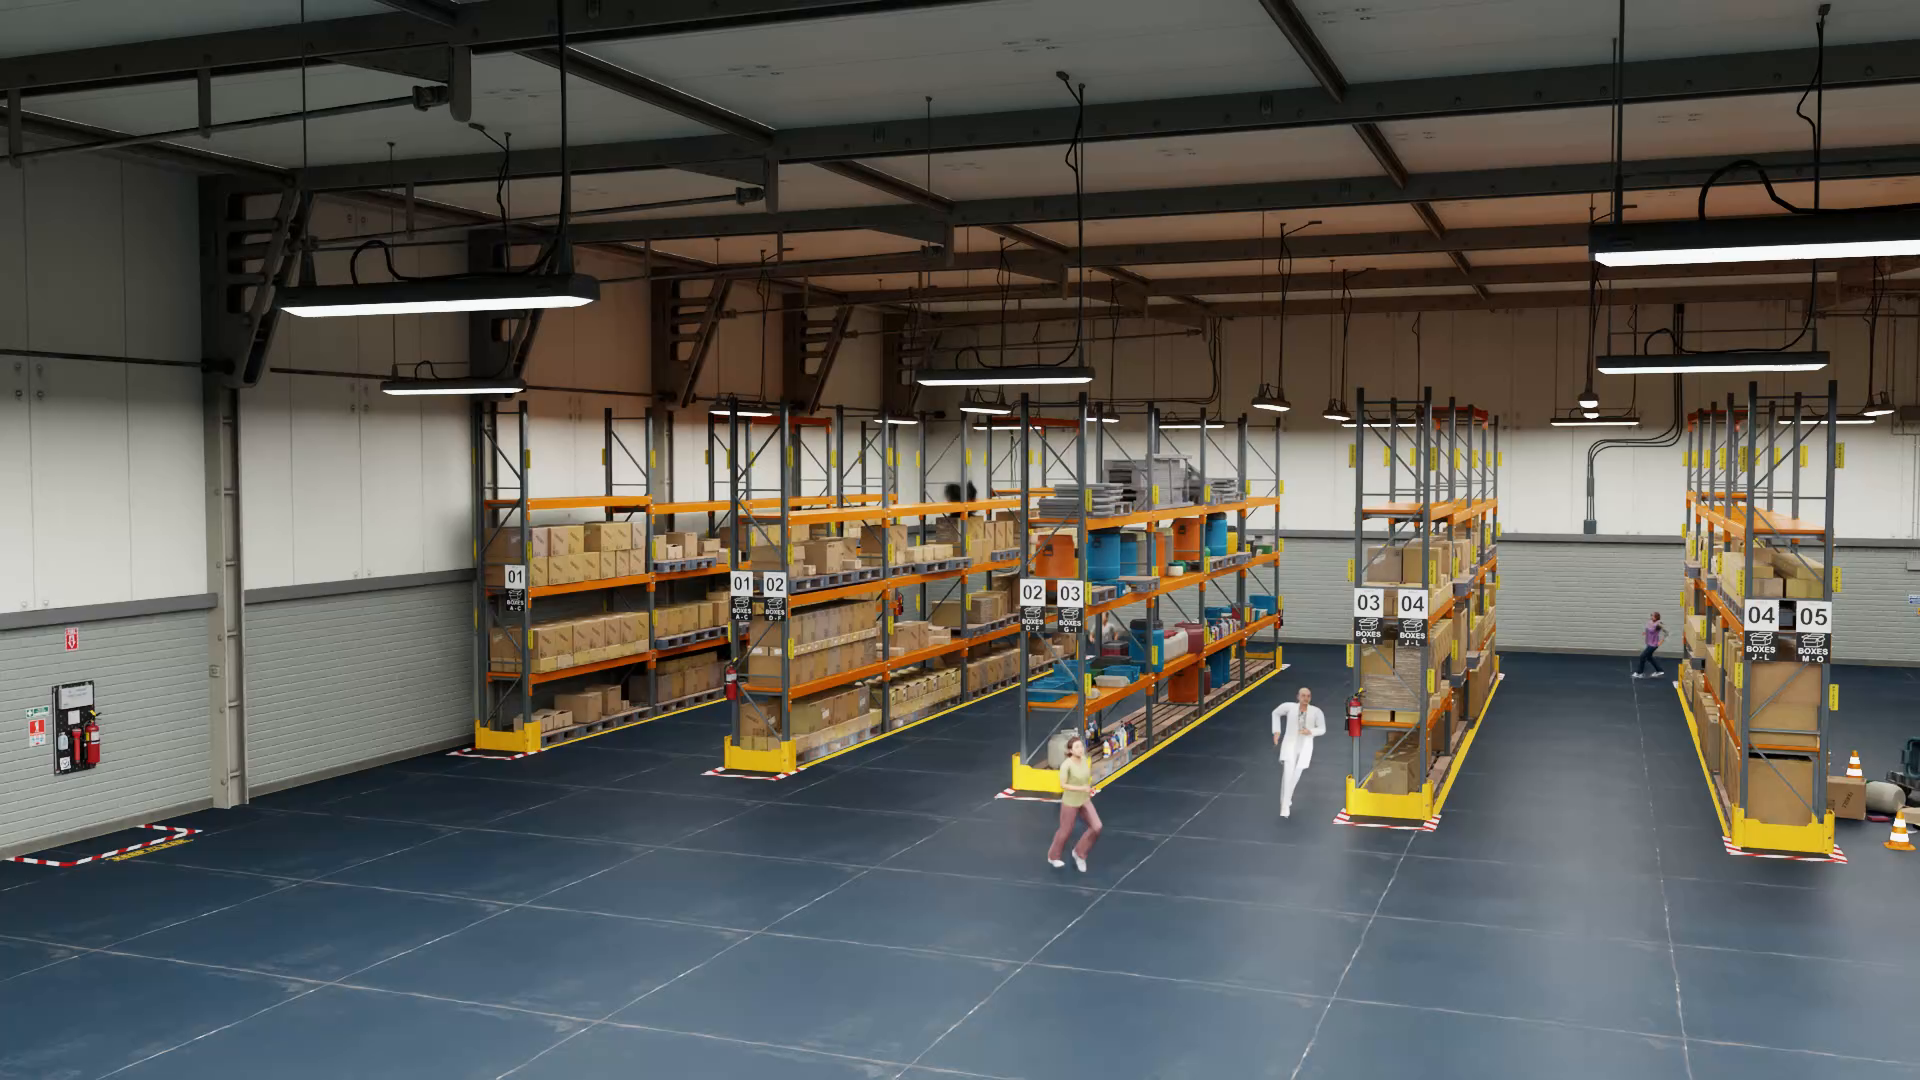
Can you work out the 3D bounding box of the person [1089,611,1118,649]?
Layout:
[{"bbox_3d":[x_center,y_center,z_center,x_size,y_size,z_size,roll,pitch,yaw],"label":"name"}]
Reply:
[{"bbox_3d":[2.926,2.260,33.938,0.589,1.643,0.806,1,3,15],"label":"person"}]

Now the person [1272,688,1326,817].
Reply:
[{"bbox_3d":[4.802,3.005,23.607,0.718,1.852,0.866,0,3,1],"label":"person"}]

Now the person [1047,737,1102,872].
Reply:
[{"bbox_3d":[1.398,3.183,20.083,0.585,1.636,0.817,-2,3,-33],"label":"person"}]

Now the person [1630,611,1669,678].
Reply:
[{"bbox_3d":[15.665,2.385,37.747,0.721,1.559,0.544,0,3,4],"label":"person"}]
